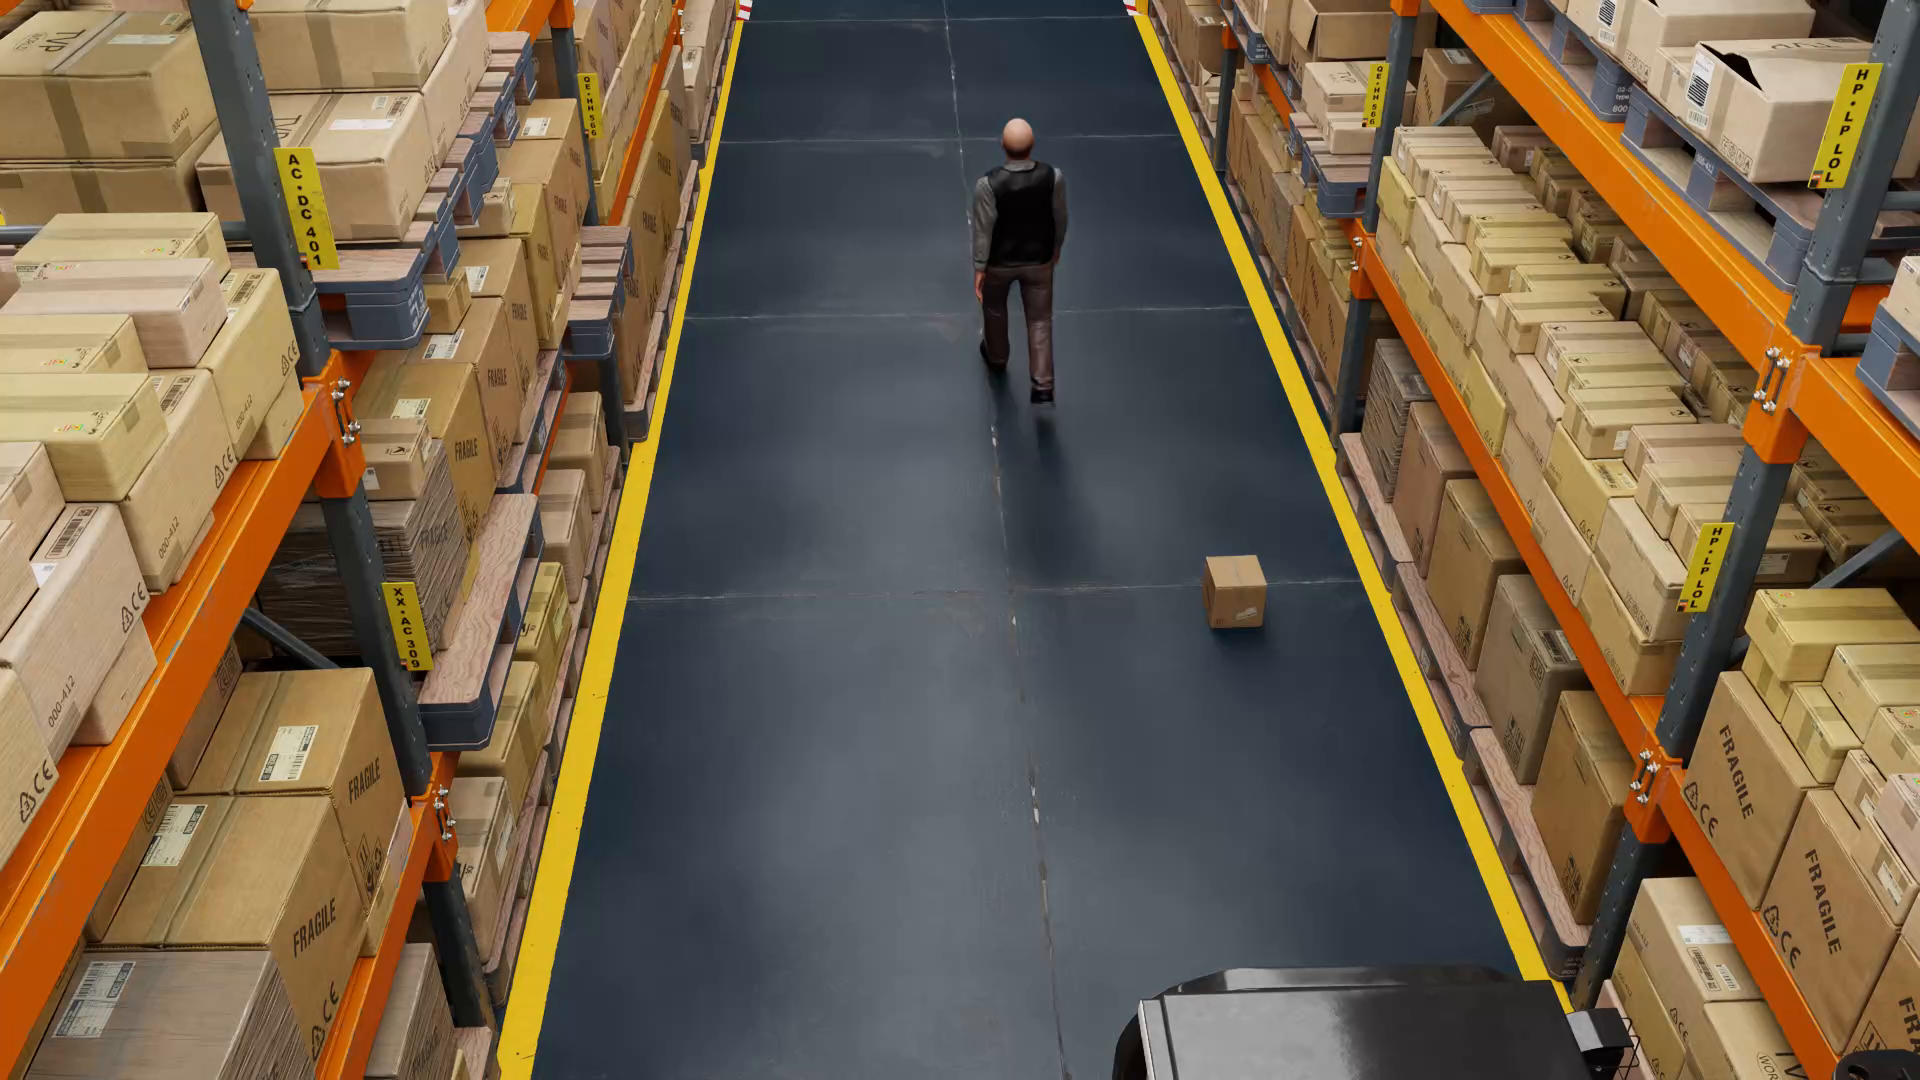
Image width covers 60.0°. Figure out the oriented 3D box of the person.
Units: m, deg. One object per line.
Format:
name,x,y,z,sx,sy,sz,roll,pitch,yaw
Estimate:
person,0.333,-1.603,9.463,0.559,1.679,0.985,-4,35,-6
